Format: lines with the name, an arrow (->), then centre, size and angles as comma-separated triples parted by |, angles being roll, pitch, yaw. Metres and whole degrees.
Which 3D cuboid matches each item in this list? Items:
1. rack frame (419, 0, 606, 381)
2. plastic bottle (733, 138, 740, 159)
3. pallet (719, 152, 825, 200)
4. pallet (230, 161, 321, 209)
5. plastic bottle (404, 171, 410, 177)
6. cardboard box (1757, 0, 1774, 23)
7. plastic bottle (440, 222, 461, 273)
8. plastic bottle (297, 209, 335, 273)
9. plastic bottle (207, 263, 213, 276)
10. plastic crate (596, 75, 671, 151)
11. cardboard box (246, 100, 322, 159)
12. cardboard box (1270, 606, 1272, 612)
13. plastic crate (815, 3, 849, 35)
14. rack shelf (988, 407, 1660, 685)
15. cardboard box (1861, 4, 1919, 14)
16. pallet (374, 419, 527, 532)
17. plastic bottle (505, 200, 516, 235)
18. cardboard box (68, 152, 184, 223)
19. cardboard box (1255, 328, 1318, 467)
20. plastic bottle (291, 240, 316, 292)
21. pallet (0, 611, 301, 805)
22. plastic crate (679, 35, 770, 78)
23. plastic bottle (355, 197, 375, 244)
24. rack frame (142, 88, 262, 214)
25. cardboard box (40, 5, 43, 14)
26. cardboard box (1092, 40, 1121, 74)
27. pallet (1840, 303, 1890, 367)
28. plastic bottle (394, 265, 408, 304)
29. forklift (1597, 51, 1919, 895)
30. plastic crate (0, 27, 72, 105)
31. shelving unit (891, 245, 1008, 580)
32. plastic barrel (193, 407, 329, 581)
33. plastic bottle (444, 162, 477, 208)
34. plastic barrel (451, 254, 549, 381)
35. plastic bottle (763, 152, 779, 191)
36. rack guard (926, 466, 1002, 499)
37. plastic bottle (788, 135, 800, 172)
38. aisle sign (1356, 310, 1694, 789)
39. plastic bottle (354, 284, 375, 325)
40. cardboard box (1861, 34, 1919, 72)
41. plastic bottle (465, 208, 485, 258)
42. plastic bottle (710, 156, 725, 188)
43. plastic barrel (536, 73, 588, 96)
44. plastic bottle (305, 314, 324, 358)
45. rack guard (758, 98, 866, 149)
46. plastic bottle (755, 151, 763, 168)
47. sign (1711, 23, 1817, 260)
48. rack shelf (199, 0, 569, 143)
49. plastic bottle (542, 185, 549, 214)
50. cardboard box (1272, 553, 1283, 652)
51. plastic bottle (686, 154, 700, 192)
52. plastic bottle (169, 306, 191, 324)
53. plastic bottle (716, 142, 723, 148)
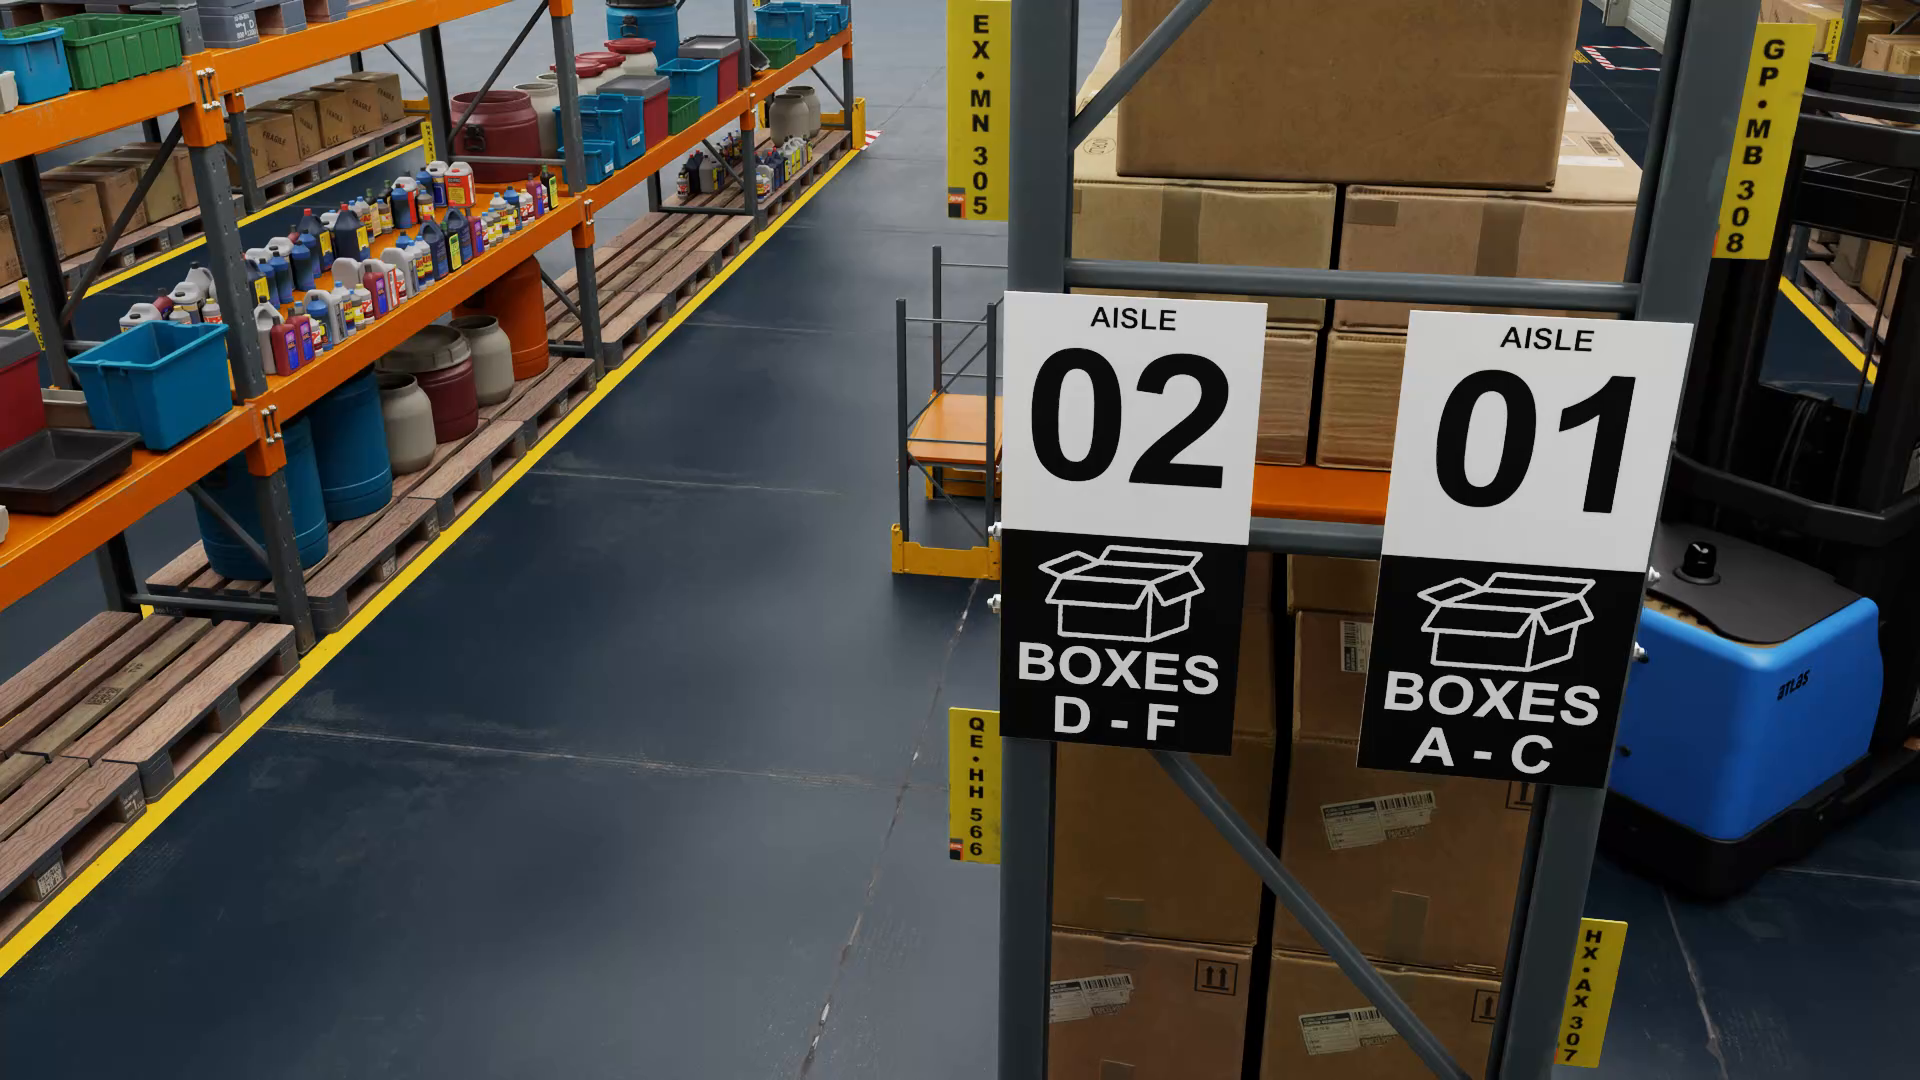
rack frame -> -3.004, -2.527, 11.111 | 1.000, 3.000, 0.127 | 4, 25, 9
plastic bottle -> -2.317, -4.025, 17.093 | 0.097, 0.201, 0.097 | 0, 25, 0
pallet -> -2.002, -3.727, 16.963 | 1.003, 0.211, 1.213 | 4, 25, 9
pallet -> -7.162, -3.564, 16.615 | 1.003, 0.211, 1.213 | 4, 25, 9
plastic bottle -> -3.492, -2.182, 10.510 | 0.061, 0.283, 0.133 | 4, 25, 9
cardboard box -> 7.449, -4.650, 14.915 | 0.500, 0.500, 0.500 | 5, 26, 10
plastic bottle -> -2.888, -1.665, 9.406 | 0.061, 0.283, 0.133 | 4, 25, 9
plastic bottle -> -3.650, -1.700, 9.401 | 0.144, 0.351, 0.185 | 4, 25, 9
plastic bottle -> -3.800, -1.316, 8.582 | 0.144, 0.351, 0.185 | 4, 25, 9
plastic crate -> -2.438, -3.211, 12.496 | 0.402, 0.464, 0.583 | 4, 25, 9
cardboard box -> -7.022, -4.271, 17.290 | 0.500, 0.500, 0.500 | 2, 25, 4
cardboard box -> 1.071, 0.525, 4.473 | 0.500, 0.500, 0.500 | 4, 25, 8
plastic crate -> -1.483, -5.576, 17.799 | 0.499, 0.251, 0.616 | 4, 25, 9
rack shelf -> 0.902, -0.706, 4.530 | 1.077, 0.370, 4.000 | 4, 25, 9
cardboard box -> 7.795, -4.193, 13.938 | 0.500, 0.500, 0.500 | 4, 25, 8
pallet -> -3.293, -0.423, 9.905 | 1.003, 0.211, 1.213 | 4, 25, 9
plastic bottle -> -2.771, -1.973, 10.161 | 0.097, 0.201, 0.097 | 0, 25, 0
cardboard box -> -7.455, -3.157, 14.886 | 0.700, 0.500, 0.500 | 4, 25, 8
cardboard box -> 0.399, -0.360, 3.120 | 0.500, 0.250, 0.500 | 4, 25, 9
plastic bottle -> -3.584, -1.499, 9.067 | 0.097, 0.271, 0.097 | 0, 25, 0
pallet -> -3.740, 0.719, 7.465 | 1.003, 0.211, 1.213 | 4, 25, 9
plastic crate -> -2.139, -4.382, 15.147 | 0.767, 0.338, 0.504 | 4, 25, 9
plastic bottle -> -3.575, -1.918, 9.961 | 0.097, 0.271, 0.097 | 0, 25, 0
rack frame -> -7.237, -4.543, 15.418 | 1.000, 3.000, 0.127 | 4, 25, 9
cardboard box -> -7.505, -4.683, 14.513 | 1.000, 1.000, 1.000 | 4, 25, 9
cardboard box -> 0.574, -1.004, 3.906 | 0.500, 0.250, 0.500 | 4, 25, 9
pallet -> 7.101, -1.413, 12.021 | 1.003, 0.211, 1.213 | 4, 25, 9
plastic bottle -> -3.009, -1.365, 8.863 | 0.097, 0.201, 0.097 | 0, 25, 0
forklift -> 3.696, -0.480, 6.817 | 3.031, 2.935, 1.130 | -18, 31, -34
plastic crate -> -3.491, -1.734, 6.076 | 0.416, 0.233, 0.300 | 4, 25, 9
shelving unit -> 0.012, -0.711, 9.000 | 0.587, 1.500, 1.083 | 4, 25, 9
plastic barrel -> -3.552, -0.321, 8.376 | 0.600, 0.901, 0.708 | 4, 25, 9
plastic bottle -> -3.243, -2.302, 10.776 | 0.152, 0.276, 0.135 | 4, 25, 9
plastic barrel -> -3.067, -1.529, 11.042 | 0.600, 0.830, 0.708 | 4, 25, 9
plastic bottle -> -1.809, -3.509, 15.813 | 0.144, 0.351, 0.185 | 5, 25, 10
rack guard -> 0.094, -0.353, 9.710 | 0.587, 0.250, 0.087 | 4, 25, 9
plastic bottle -> -1.678, -3.843, 16.528 | 0.144, 0.351, 0.185 | 5, 26, 11
aisle sign -> 0.853, 0.035, 2.571 | 0.394, 0.787, 0.004 | 4, 25, 9
plastic bottle -> -3.069, -1.213, 8.537 | 0.097, 0.201, 0.097 | 0, 25, 0
cardboard box -> 7.307, -3.548, 12.655 | 0.700, 0.500, 0.500 | 4, 25, 9
plastic bottle -> -2.836, -1.798, 9.690 | 0.061, 0.283, 0.133 | 4, 25, 9
plastic bottle -> -2.348, -3.536, 15.959 | 0.152, 0.276, 0.135 | 4, 25, 9
plastic barrel -> -2.978, -3.199, 12.415 | 0.421, 0.512, 0.421 | 0, 25, 0
plastic bottle -> -3.154, -0.994, 8.069 | 0.097, 0.201, 0.097 | 0, 25, 0
rack guard -> -1.662, -4.706, 18.714 | 1.175, 0.500, 0.348 | 4, 25, 9
plastic bottle -> -1.951, -3.519, 15.835 | 0.144, 0.351, 0.185 | 4, 25, 9
sign -> 1.110, -0.554, 2.325 | 0.100, 0.325, 0.005 | 4, 25, 9
rack shelf -> -3.331, -2.724, 8.841 | 1.077, 0.370, 4.000 | 4, 25, 9
plastic bottle -> -2.686, -2.192, 10.628 | 0.097, 0.201, 0.097 | 0, 25, 0
cardboard box -> 1.072, 0.070, 4.265 | 0.500, 0.500, 0.500 | 4, 25, 9
plastic bottle -> -2.529, -3.489, 15.772 | 0.144, 0.351, 0.185 | 3, 25, 7
plastic bottle -> -3.838, -1.054, 8.197 | 0.097, 0.201, 0.097 | 0, 25, 0
plastic bottle -> -2.406, -3.830, 16.594 | 0.097, 0.271, 0.097 | 0, 25, 0
